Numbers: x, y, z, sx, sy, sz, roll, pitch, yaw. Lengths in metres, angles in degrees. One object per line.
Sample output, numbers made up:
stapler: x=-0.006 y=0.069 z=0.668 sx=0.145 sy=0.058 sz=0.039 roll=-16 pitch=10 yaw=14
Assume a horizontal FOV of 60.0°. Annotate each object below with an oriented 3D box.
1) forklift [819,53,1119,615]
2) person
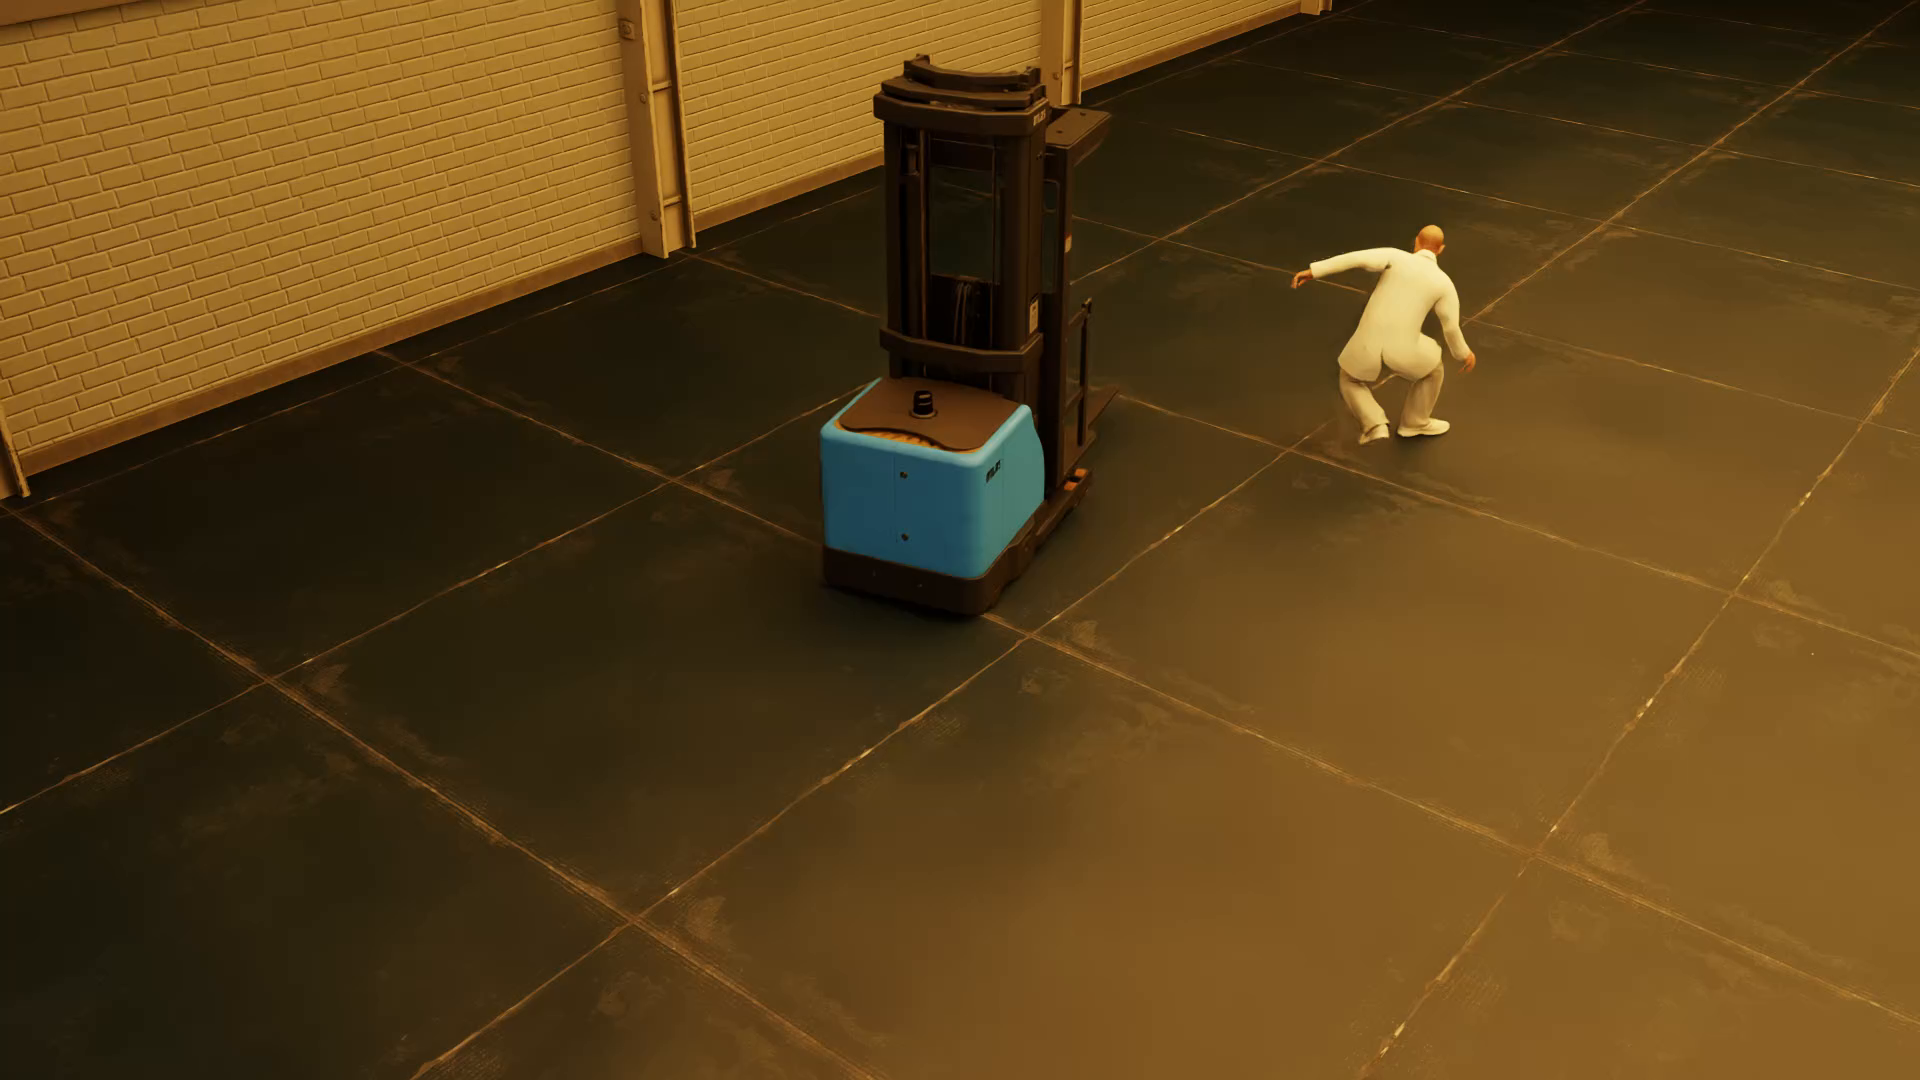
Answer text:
forklift: x=0.232 y=-1.559 z=10.263 sx=1.130 sy=2.935 sz=3.031 roll=12 pitch=33 yaw=20
person: x=2.873 y=-1.361 z=11.308 sx=1.233 sy=1.529 sz=0.754 roll=12 pitch=32 yaw=19
